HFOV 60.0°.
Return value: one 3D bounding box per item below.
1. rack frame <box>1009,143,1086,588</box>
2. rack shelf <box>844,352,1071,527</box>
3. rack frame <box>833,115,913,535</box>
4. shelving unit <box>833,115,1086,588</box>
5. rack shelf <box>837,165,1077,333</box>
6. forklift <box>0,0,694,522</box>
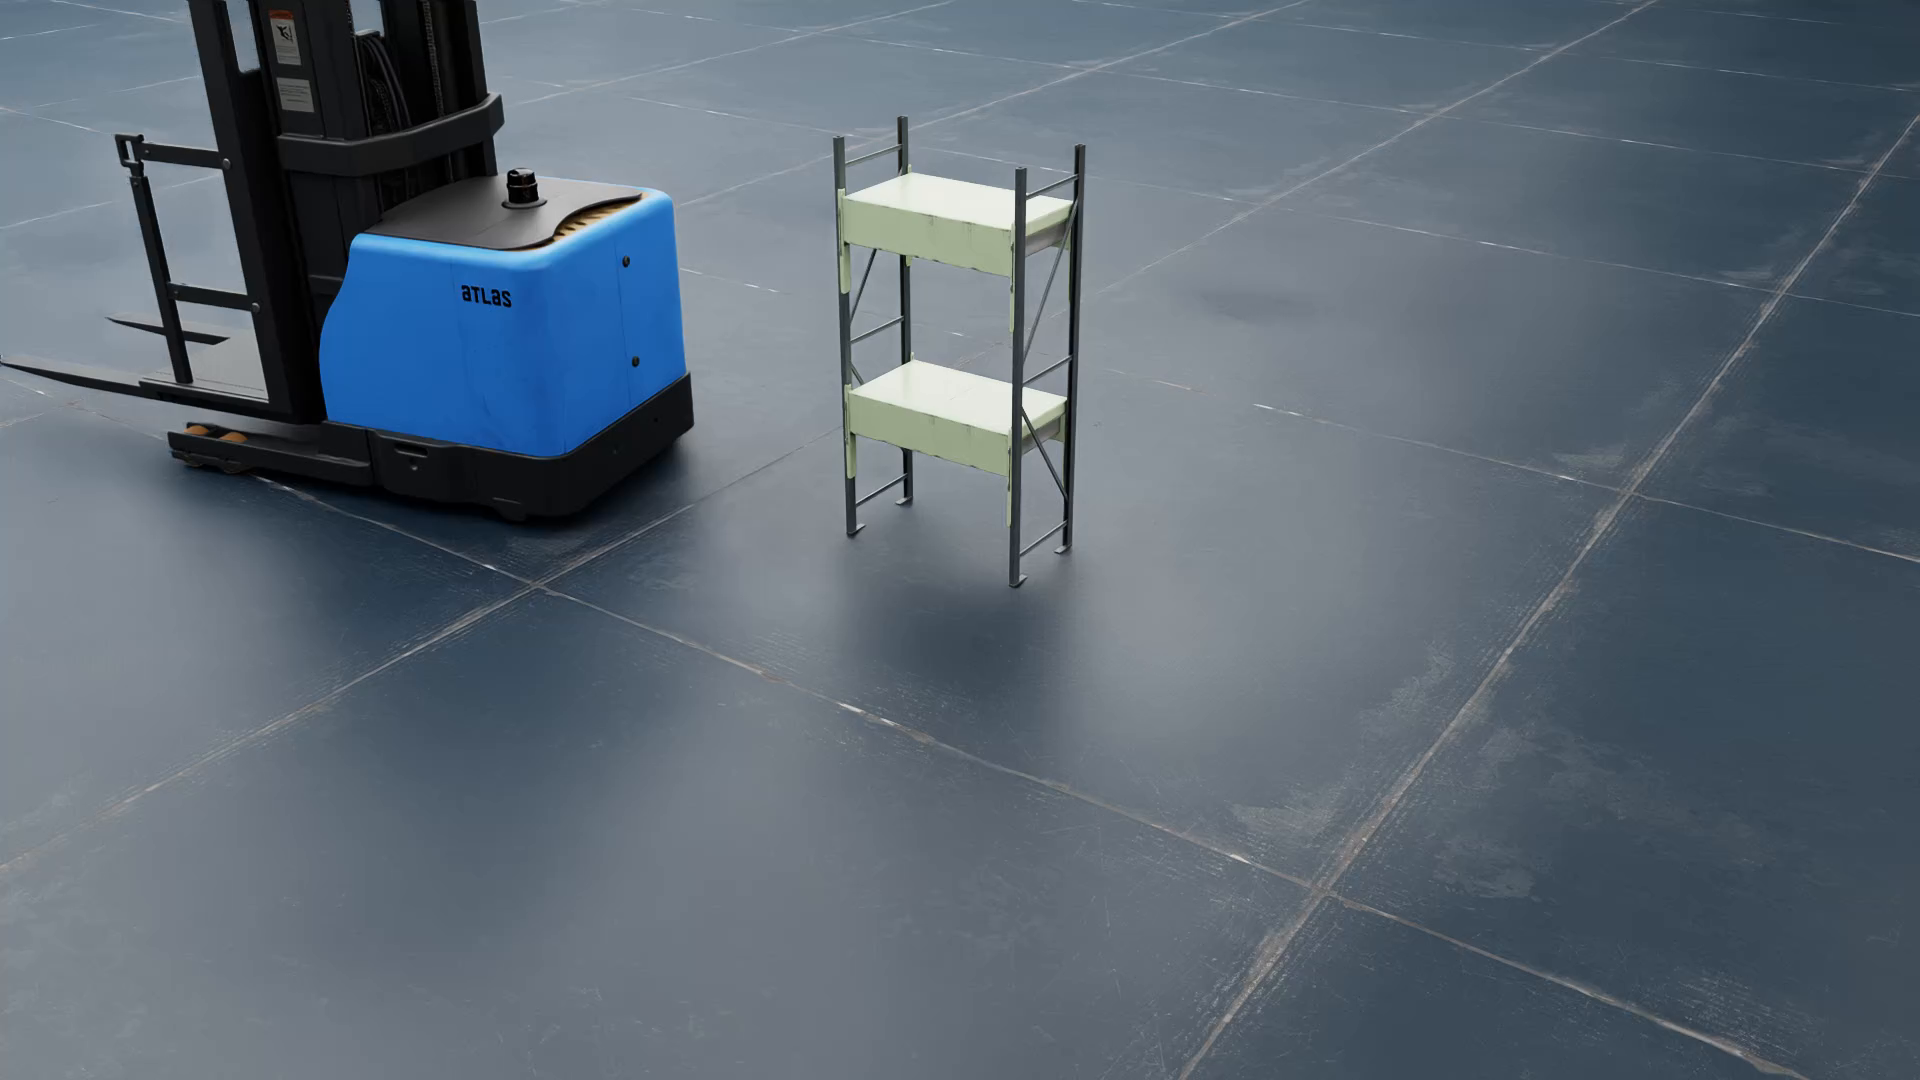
[{"bbox_3d":[0.296,-0.576,5.729,0.023,1.500,0.400,17,32,30],"label":"rack frame"},{"bbox_3d":[-0.006,-0.380,6.061,0.720,0.370,0.431,17,32,30],"label":"rack shelf"},{"bbox_3d":[-0.307,-0.764,6.098,0.023,1.500,0.400,17,32,30],"label":"rack frame"},{"bbox_3d":[-0.006,-0.670,5.913,0.755,1.500,0.431,17,32,30],"label":"shelving unit"},{"bbox_3d":[-0.006,-1.018,5.736,0.720,0.370,0.431,17,32,30],"label":"rack shelf"},{"bbox_3d":[-2.698,-1.785,6.527,3.031,2.935,1.130,10,29,19],"label":"forklift"}]
